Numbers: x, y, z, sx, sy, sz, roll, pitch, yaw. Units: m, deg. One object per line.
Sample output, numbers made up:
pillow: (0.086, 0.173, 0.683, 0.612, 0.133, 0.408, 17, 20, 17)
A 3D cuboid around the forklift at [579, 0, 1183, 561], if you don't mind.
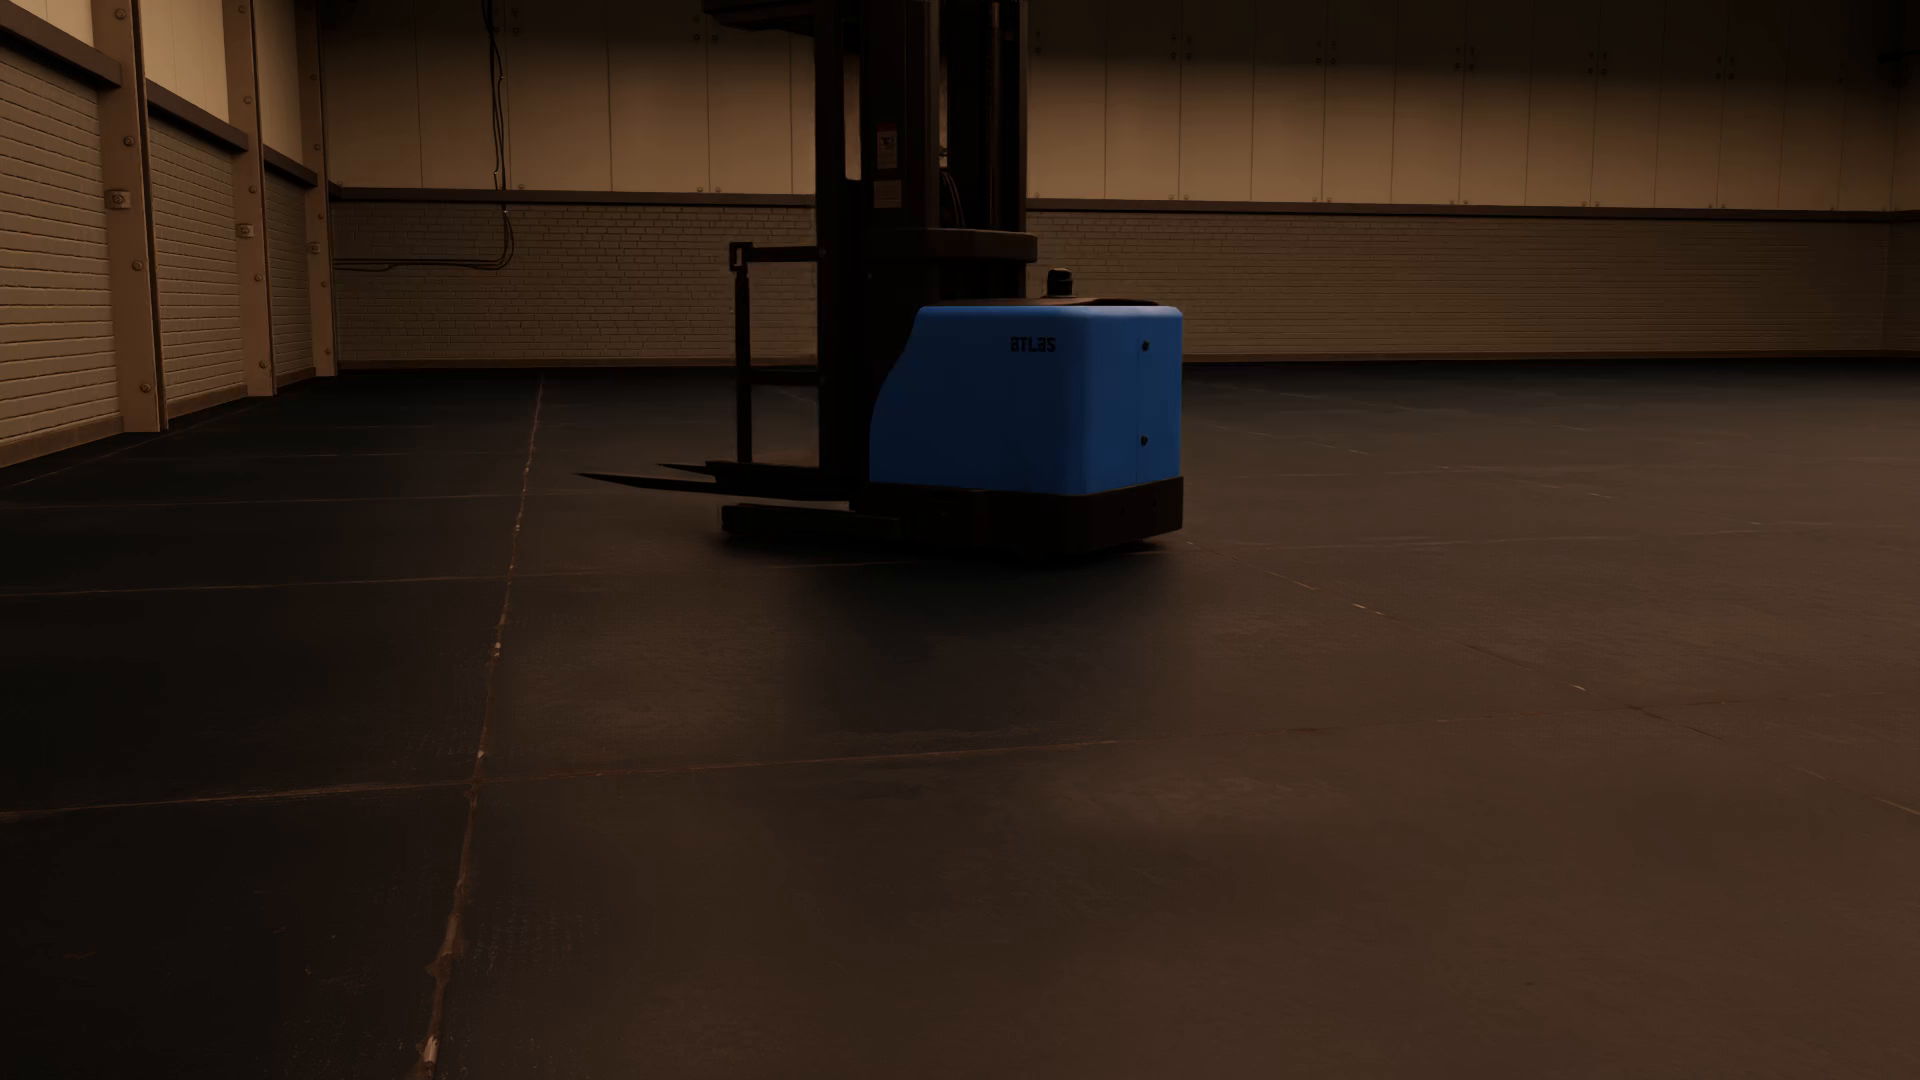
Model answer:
forklift: (-0.502, -1.493, 7.803, 3.031, 2.935, 1.130, 5, 9, 33)
